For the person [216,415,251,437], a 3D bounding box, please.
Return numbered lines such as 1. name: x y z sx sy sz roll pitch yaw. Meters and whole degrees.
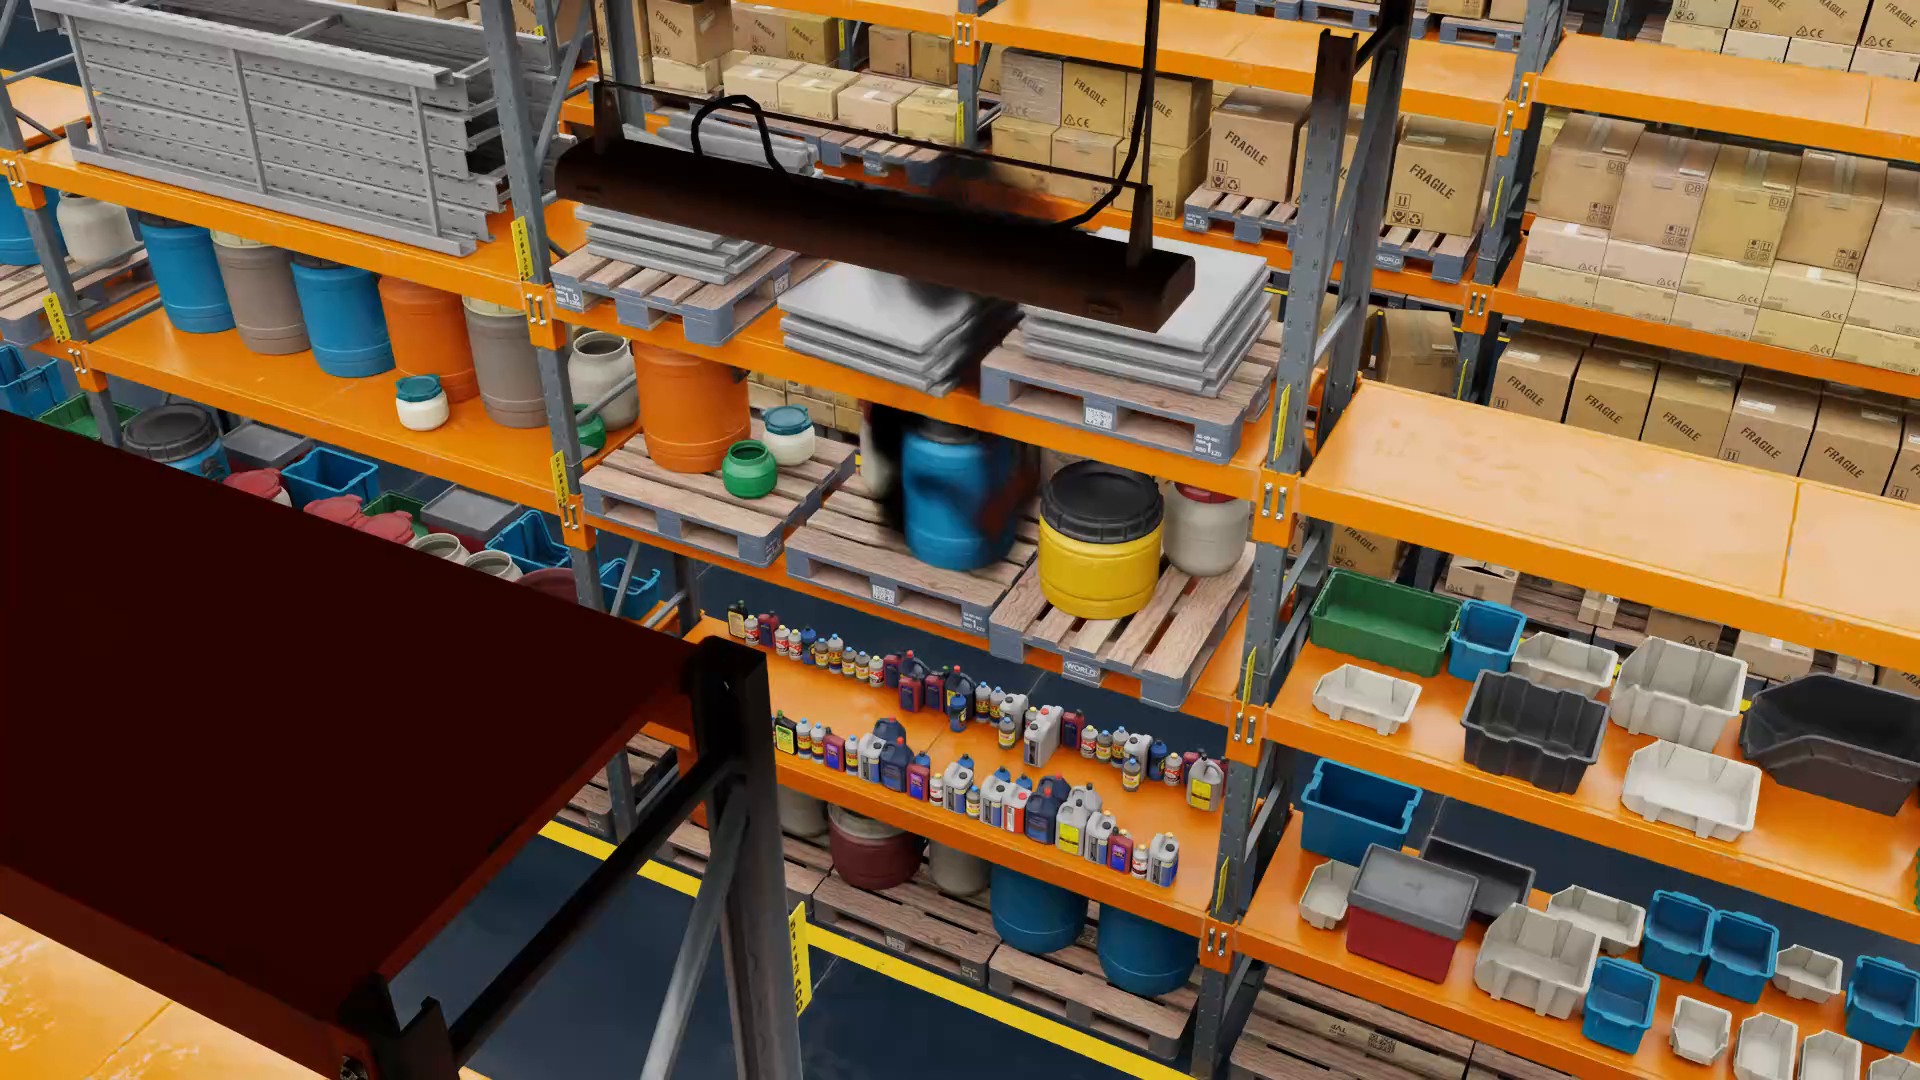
1. person: -6.051 -1.064 14.002 0.909 1.592 0.565 11 37 16
